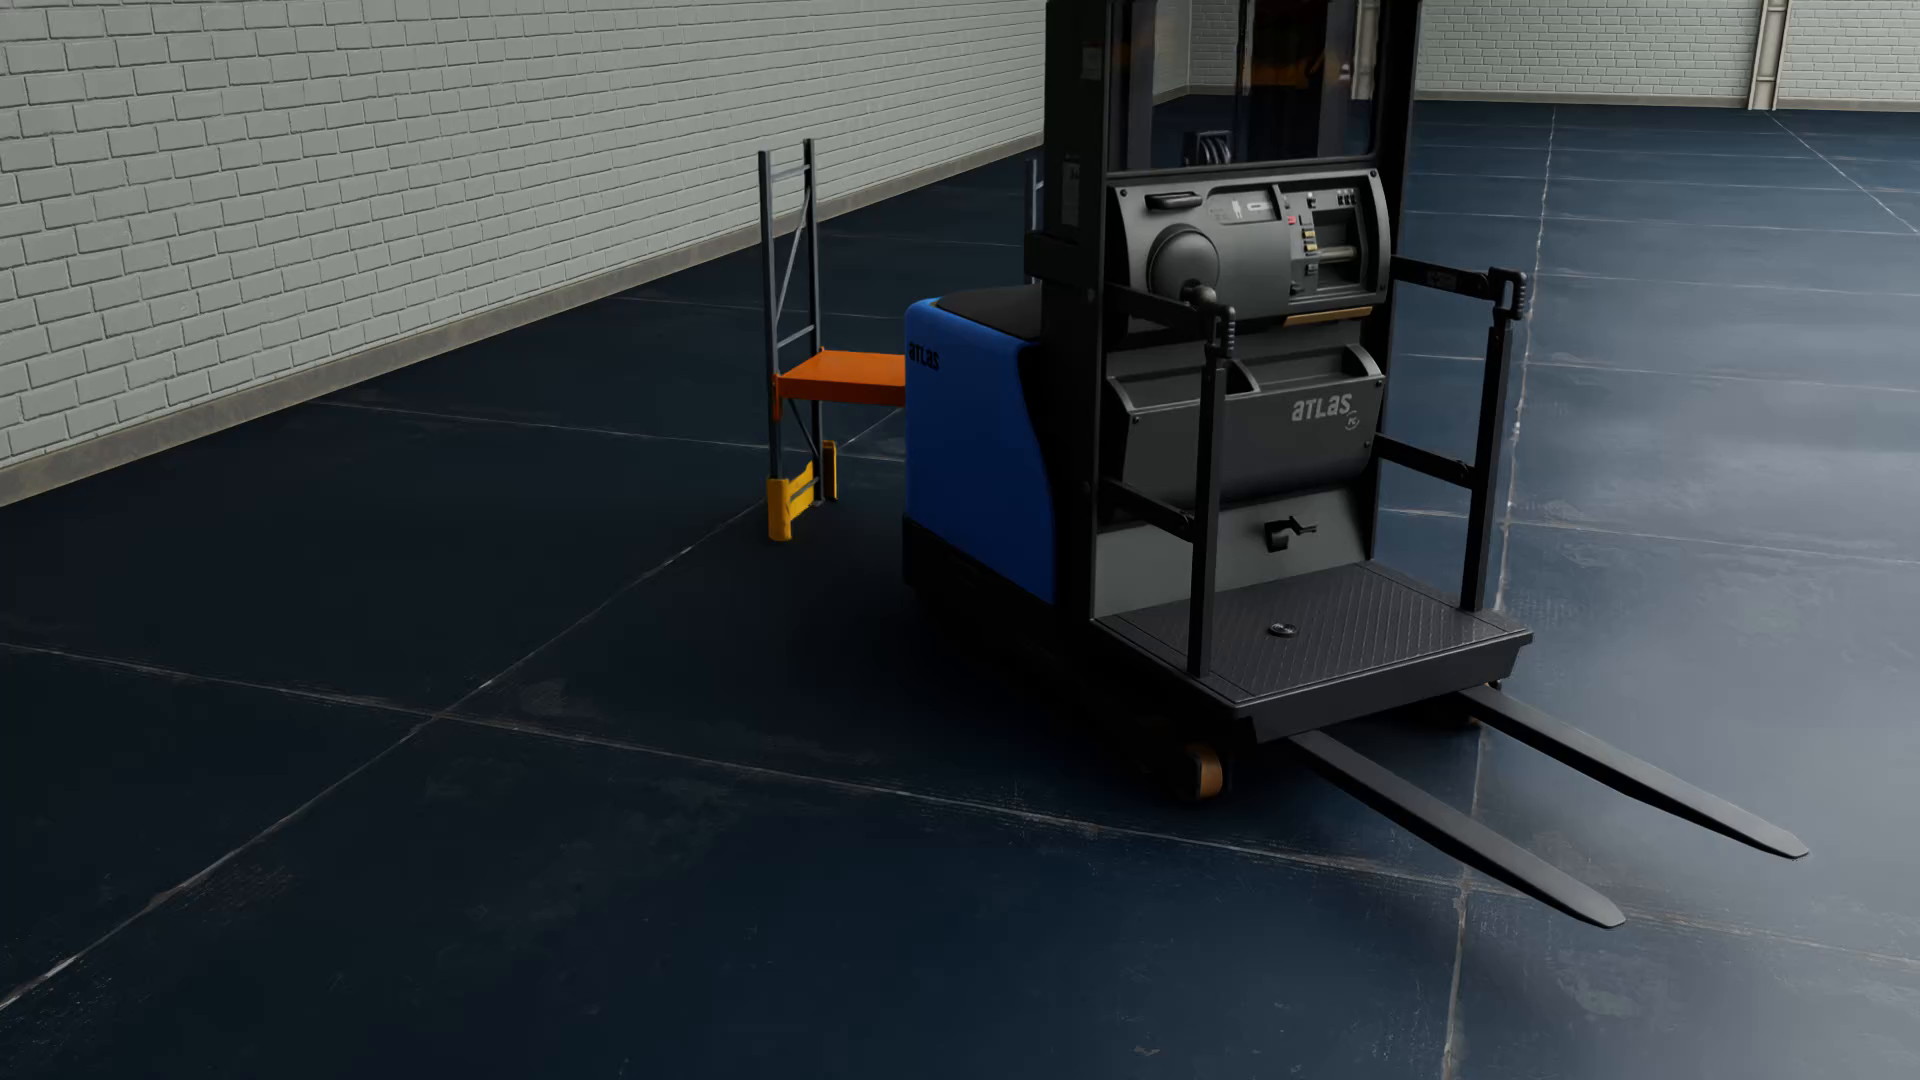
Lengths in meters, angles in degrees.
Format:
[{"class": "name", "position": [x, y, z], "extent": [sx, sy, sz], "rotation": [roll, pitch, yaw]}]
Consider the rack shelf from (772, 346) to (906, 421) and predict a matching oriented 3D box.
[{"class": "rack shelf", "position": [-0.173, -0.585, 6.523], "extent": [1.000, 0.185, 0.538], "rotation": [6, 20, 15]}]

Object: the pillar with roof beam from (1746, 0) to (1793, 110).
[{"class": "pillar with roof beam", "position": [10.937, -9.559, 20.328], "extent": [0.400, 9.000, 9.100], "rotation": [7, 20, 18]}]

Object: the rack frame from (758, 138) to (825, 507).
[{"class": "rack frame", "position": [-0.661, -0.802, 6.599], "extent": [0.032, 1.500, 0.500], "rotation": [6, 20, 15]}]

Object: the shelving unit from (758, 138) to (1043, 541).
[{"class": "shelving unit", "position": [-0.164, -0.754, 6.461], "extent": [1.083, 1.500, 0.587], "rotation": [6, 20, 15]}]

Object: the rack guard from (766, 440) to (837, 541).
[{"class": "rack guard", "position": [-0.642, -0.210, 6.800], "extent": [0.087, 0.250, 0.587], "rotation": [6, 20, 15]}]

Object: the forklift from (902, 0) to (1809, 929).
[{"class": "forklift", "position": [0.944, -0.839, 4.531], "extent": [1.130, 2.935, 3.031], "rotation": [-10, 22, -27]}]

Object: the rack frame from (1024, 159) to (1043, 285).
[{"class": "rack frame", "position": [0.315, -0.708, 6.328], "extent": [0.032, 1.500, 0.500], "rotation": [6, 20, 15]}]

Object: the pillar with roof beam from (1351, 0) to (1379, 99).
[{"class": "pillar with roof beam", "position": [5.270, -10.207, 22.187], "extent": [0.400, 9.000, 9.100], "rotation": [7, 20, 18]}]
